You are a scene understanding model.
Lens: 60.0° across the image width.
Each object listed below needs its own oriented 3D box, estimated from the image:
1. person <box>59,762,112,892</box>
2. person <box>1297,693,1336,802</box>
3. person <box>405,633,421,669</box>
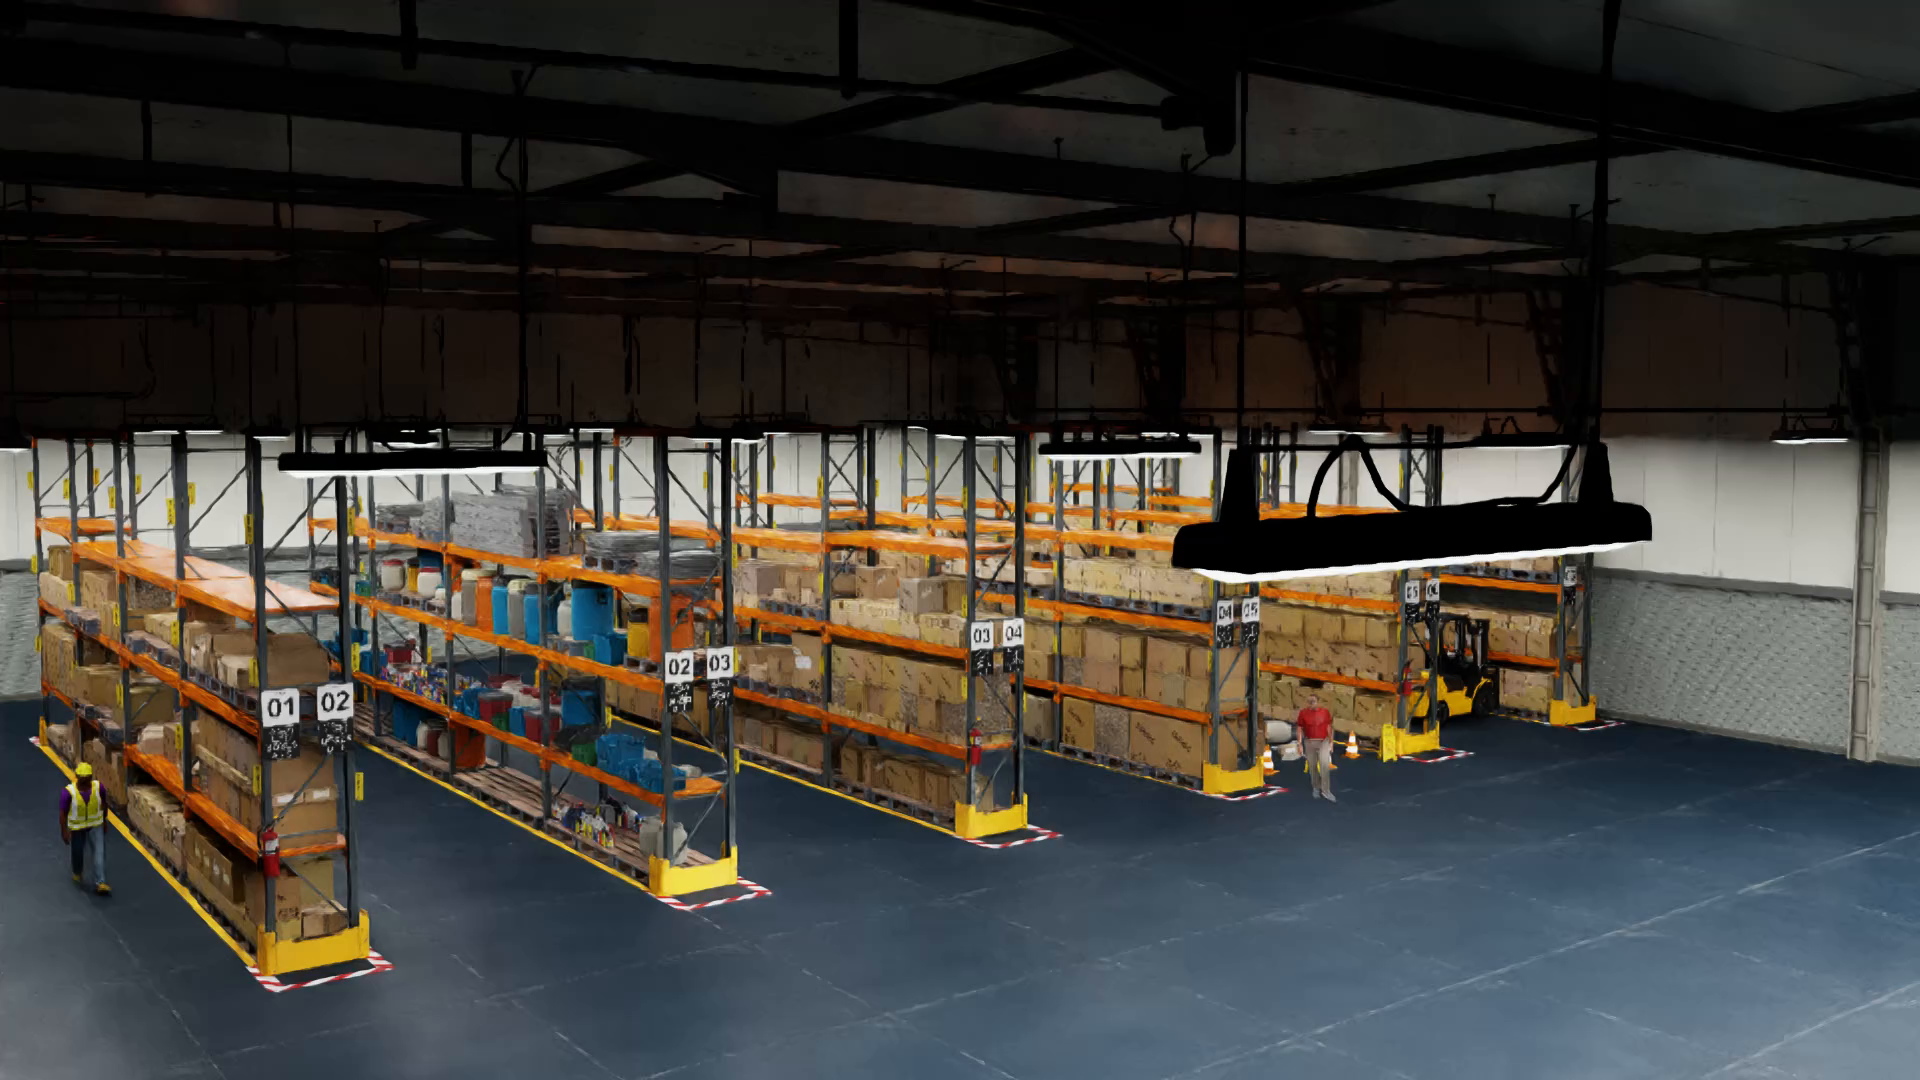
[{"bbox_3d":[-11.530,3.756,21.899,0.576,1.691,1.121,-3,5,-34],"label":"person"},{"bbox_3d":[5.833,3.356,27.126,0.653,1.759,0.473,1,5,16],"label":"person"},{"bbox_3d":[-11.297,2.773,34.237,0.554,1.724,1.029,-4,6,-44],"label":"person"}]
